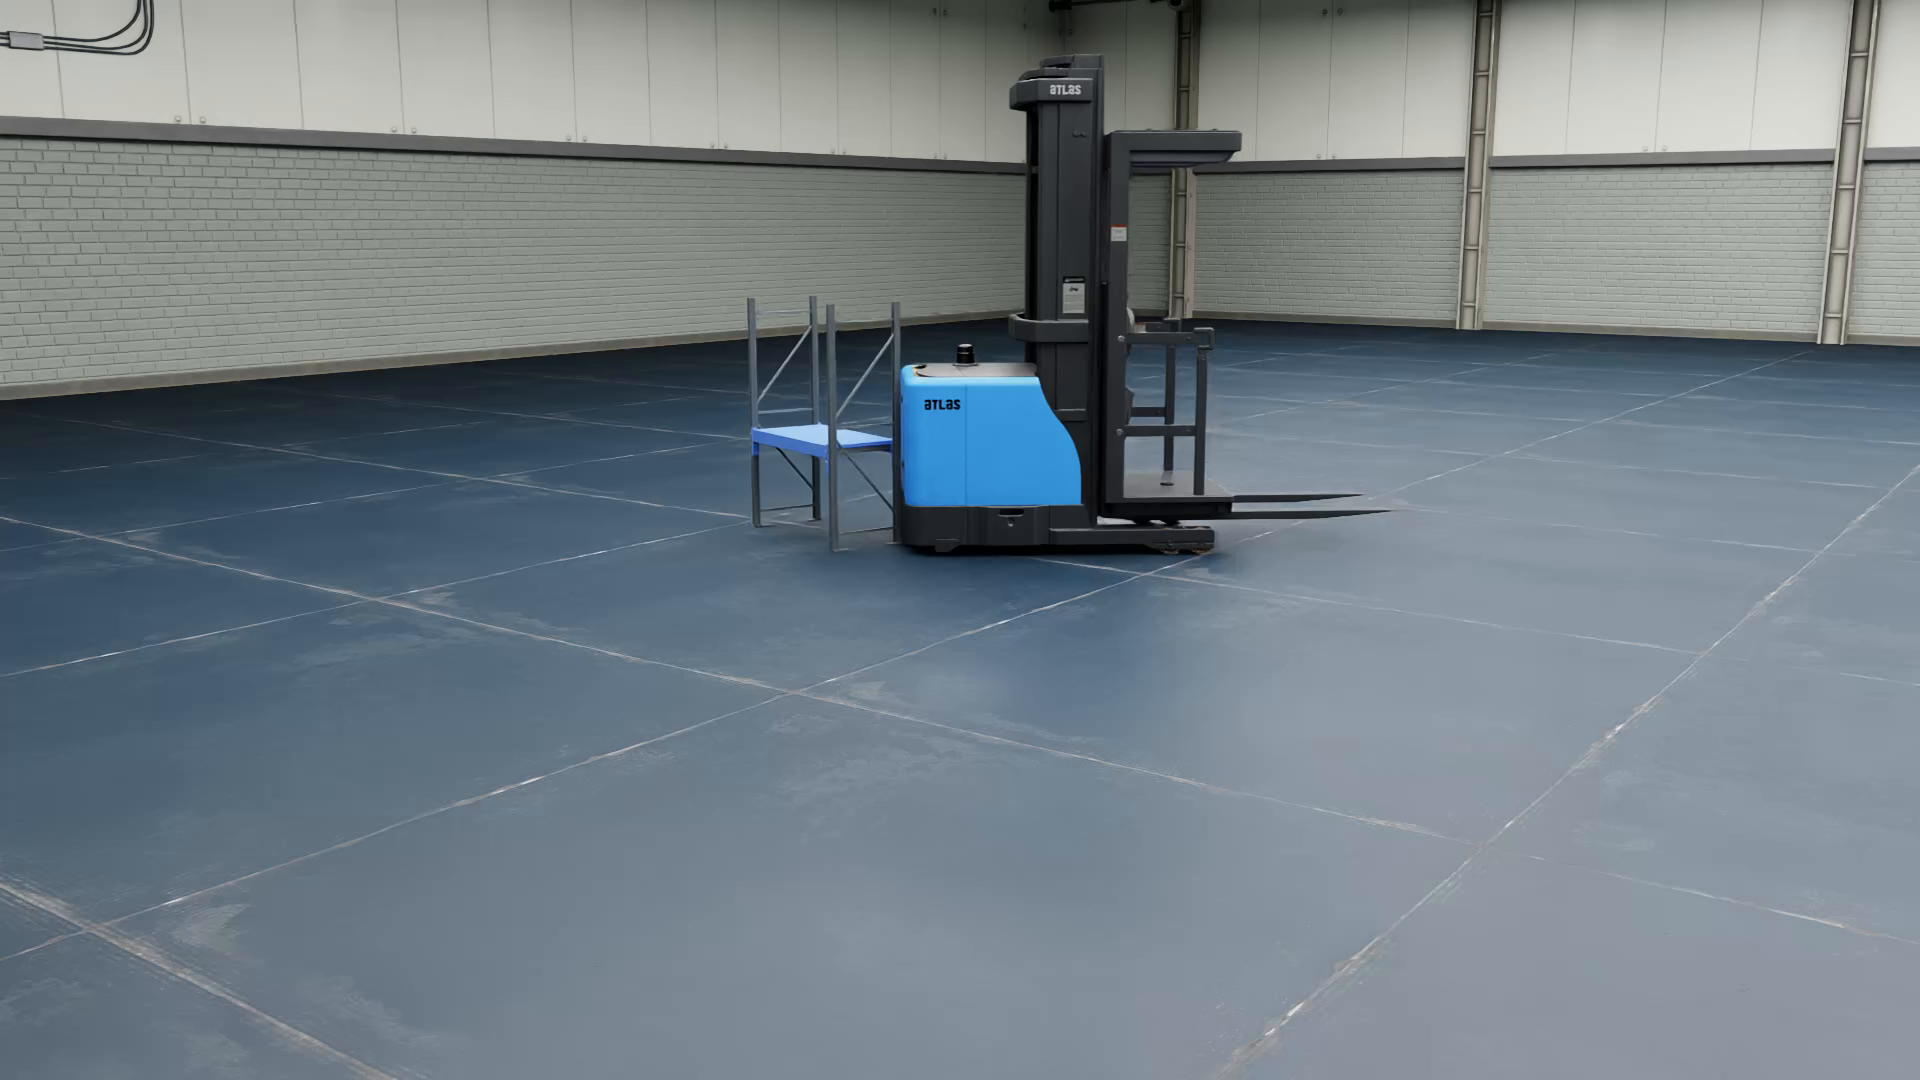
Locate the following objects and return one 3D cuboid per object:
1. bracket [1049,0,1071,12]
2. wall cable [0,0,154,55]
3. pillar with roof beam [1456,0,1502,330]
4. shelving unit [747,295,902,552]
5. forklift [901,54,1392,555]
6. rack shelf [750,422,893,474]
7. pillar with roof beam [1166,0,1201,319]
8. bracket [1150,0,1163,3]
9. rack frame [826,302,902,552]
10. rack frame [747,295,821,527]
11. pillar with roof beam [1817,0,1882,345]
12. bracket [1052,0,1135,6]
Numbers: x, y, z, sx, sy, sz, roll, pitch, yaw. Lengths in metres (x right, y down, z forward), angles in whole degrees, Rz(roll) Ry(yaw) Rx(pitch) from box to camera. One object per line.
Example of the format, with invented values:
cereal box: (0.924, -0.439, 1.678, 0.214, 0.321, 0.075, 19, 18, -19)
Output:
bracket: (2.063, -10.992, 34.181, 0.430, 0.232, 0.235, 8, 13, 36)
wall cable: (-10.087, -7.799, 18.197, 0.169, 6.003, 2.305, 8, 13, 36)
pillar with roof beam: (6.806, -7.633, 26.292, 0.400, 9.000, 9.100, 8, 13, 36)
shelving unit: (-0.868, -0.769, 10.557, 0.538, 1.500, 1.048, -7, 13, -34)
forklift: (1.146, -1.449, 10.303, 3.031, 2.935, 1.130, -1, 11, -4)
rack shelf: (-0.868, -0.593, 10.591, 0.538, 0.185, 1.000, -7, 13, -34)
pillar with roof beam: (1.970, -8.307, 29.779, 0.548, 9.000, 9.100, 8, 13, 36)
bracket: (3.973, -10.726, 32.804, 0.430, 0.232, 0.235, 8, 13, 36)
rack frame: (-0.581, -0.690, 10.145, 0.500, 1.500, 0.032, -7, 13, -34)
rack frame: (-1.155, -0.849, 10.969, 0.500, 1.500, 0.032, -7, 13, -34)
pillar with roof beam: (11.642, -6.958, 22.805, 0.400, 9.000, 9.100, 8, 13, 36)
bracket: (2.539, -10.926, 33.838, 3.189, 0.066, 0.076, 8, 13, 36)
